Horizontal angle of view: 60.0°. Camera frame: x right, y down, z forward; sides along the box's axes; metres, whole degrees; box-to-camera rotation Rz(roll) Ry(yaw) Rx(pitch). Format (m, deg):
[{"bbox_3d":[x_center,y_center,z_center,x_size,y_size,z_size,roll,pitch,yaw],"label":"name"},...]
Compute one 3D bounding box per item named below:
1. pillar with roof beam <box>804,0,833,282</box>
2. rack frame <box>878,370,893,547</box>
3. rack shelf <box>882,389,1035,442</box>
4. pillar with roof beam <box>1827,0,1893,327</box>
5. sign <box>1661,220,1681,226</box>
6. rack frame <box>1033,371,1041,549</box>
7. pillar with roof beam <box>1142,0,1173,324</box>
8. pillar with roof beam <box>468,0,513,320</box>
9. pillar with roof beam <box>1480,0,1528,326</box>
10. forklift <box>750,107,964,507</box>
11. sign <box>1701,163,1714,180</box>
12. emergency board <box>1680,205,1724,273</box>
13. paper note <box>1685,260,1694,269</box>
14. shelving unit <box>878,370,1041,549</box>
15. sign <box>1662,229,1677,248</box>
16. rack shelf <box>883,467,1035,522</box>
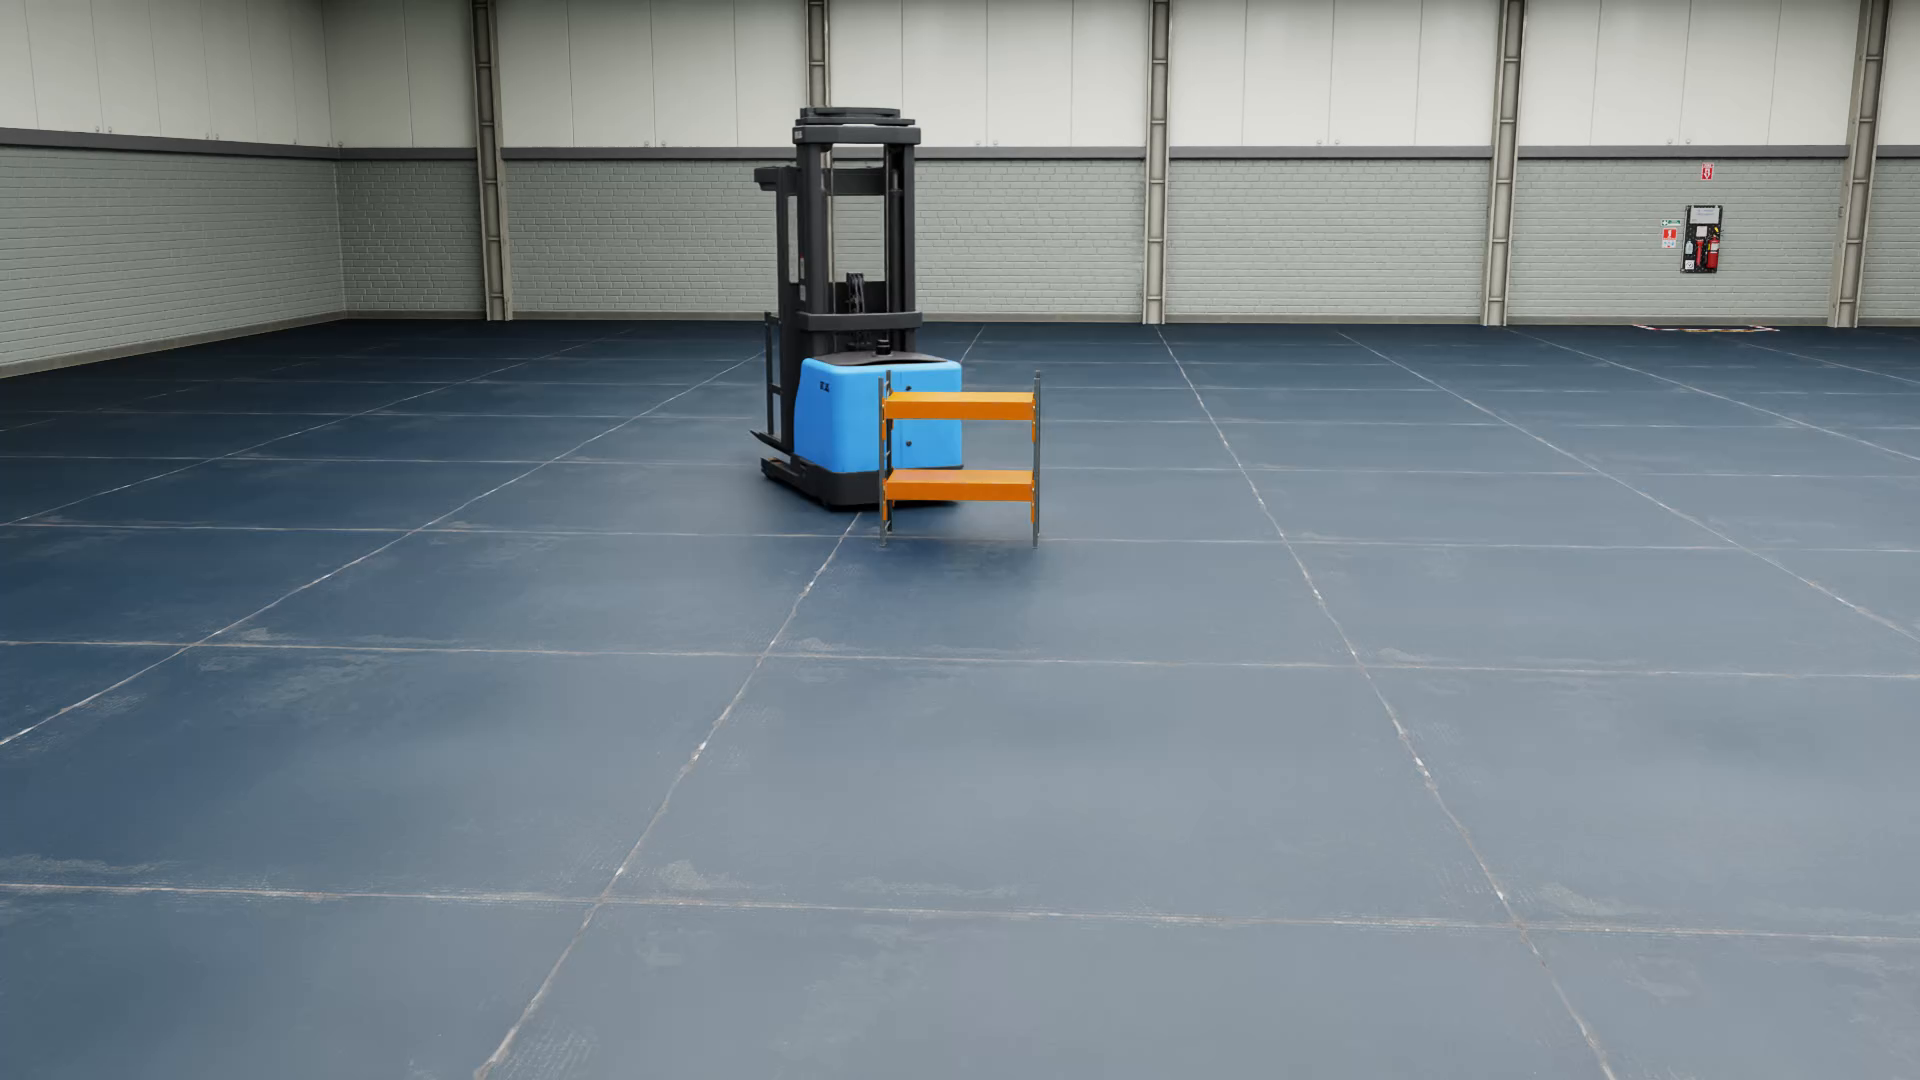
[{"bbox_3d":[-2.796,-7.510,25.193,0.400,9.000,9.100,1,12,4],"label":"pillar with roof beam"},{"bbox_3d":[-0.500,-0.557,11.186,0.032,1.125,0.500,1,12,4],"label":"rack frame"},{"bbox_3d":[0.007,-0.837,11.093,1.000,0.278,0.538,1,12,4],"label":"rack shelf"},{"bbox_3d":[15.164,-7.264,24.015,0.400,9.000,9.100,1,12,4],"label":"pillar with roof beam"},{"bbox_3d":[12.448,-5.552,29.103,0.331,0.109,0.001,1,12,4],"label":"sign"},{"bbox_3d":[0.514,-0.544,11.119,0.032,1.125,0.500,1,12,4],"label":"rack frame"},{"bbox_3d":[3.191,-7.428,24.800,0.400,9.000,9.100,1,12,4],"label":"pillar with roof beam"},{"bbox_3d":[-8.782,-7.592,25.585,0.400,9.000,9.100,1,12,4],"label":"pillar with roof beam"},{"bbox_3d":[9.177,-7.346,24.408,0.400,9.000,9.100,1,12,4],"label":"pillar with roof beam"},{"bbox_3d":[-0.994,-1.937,13.369,1.130,2.935,3.031,-5,13,-22],"label":"forklift"},{"bbox_3d":[12.987,-6.404,28.893,0.199,0.298,0.001,1,12,4],"label":"sign"},{"bbox_3d":[12.989,-5.249,29.033,0.643,1.169,0.194,1,12,4],"label":"emergency board"},{"bbox_3d":[12.817,-4.834,29.202,0.142,0.148,0.016,1,12,4],"label":"paper note"},{"bbox_3d":[0.007,-0.550,11.152,1.048,1.125,0.538,1,12,4],"label":"shelving unit"},{"bbox_3d":[12.444,-5.295,29.166,0.234,0.329,0.001,1,12,4],"label":"sign"},{"bbox_3d":[0.007,-0.311,11.203,1.000,0.278,0.538,1,12,4],"label":"rack shelf"}]
